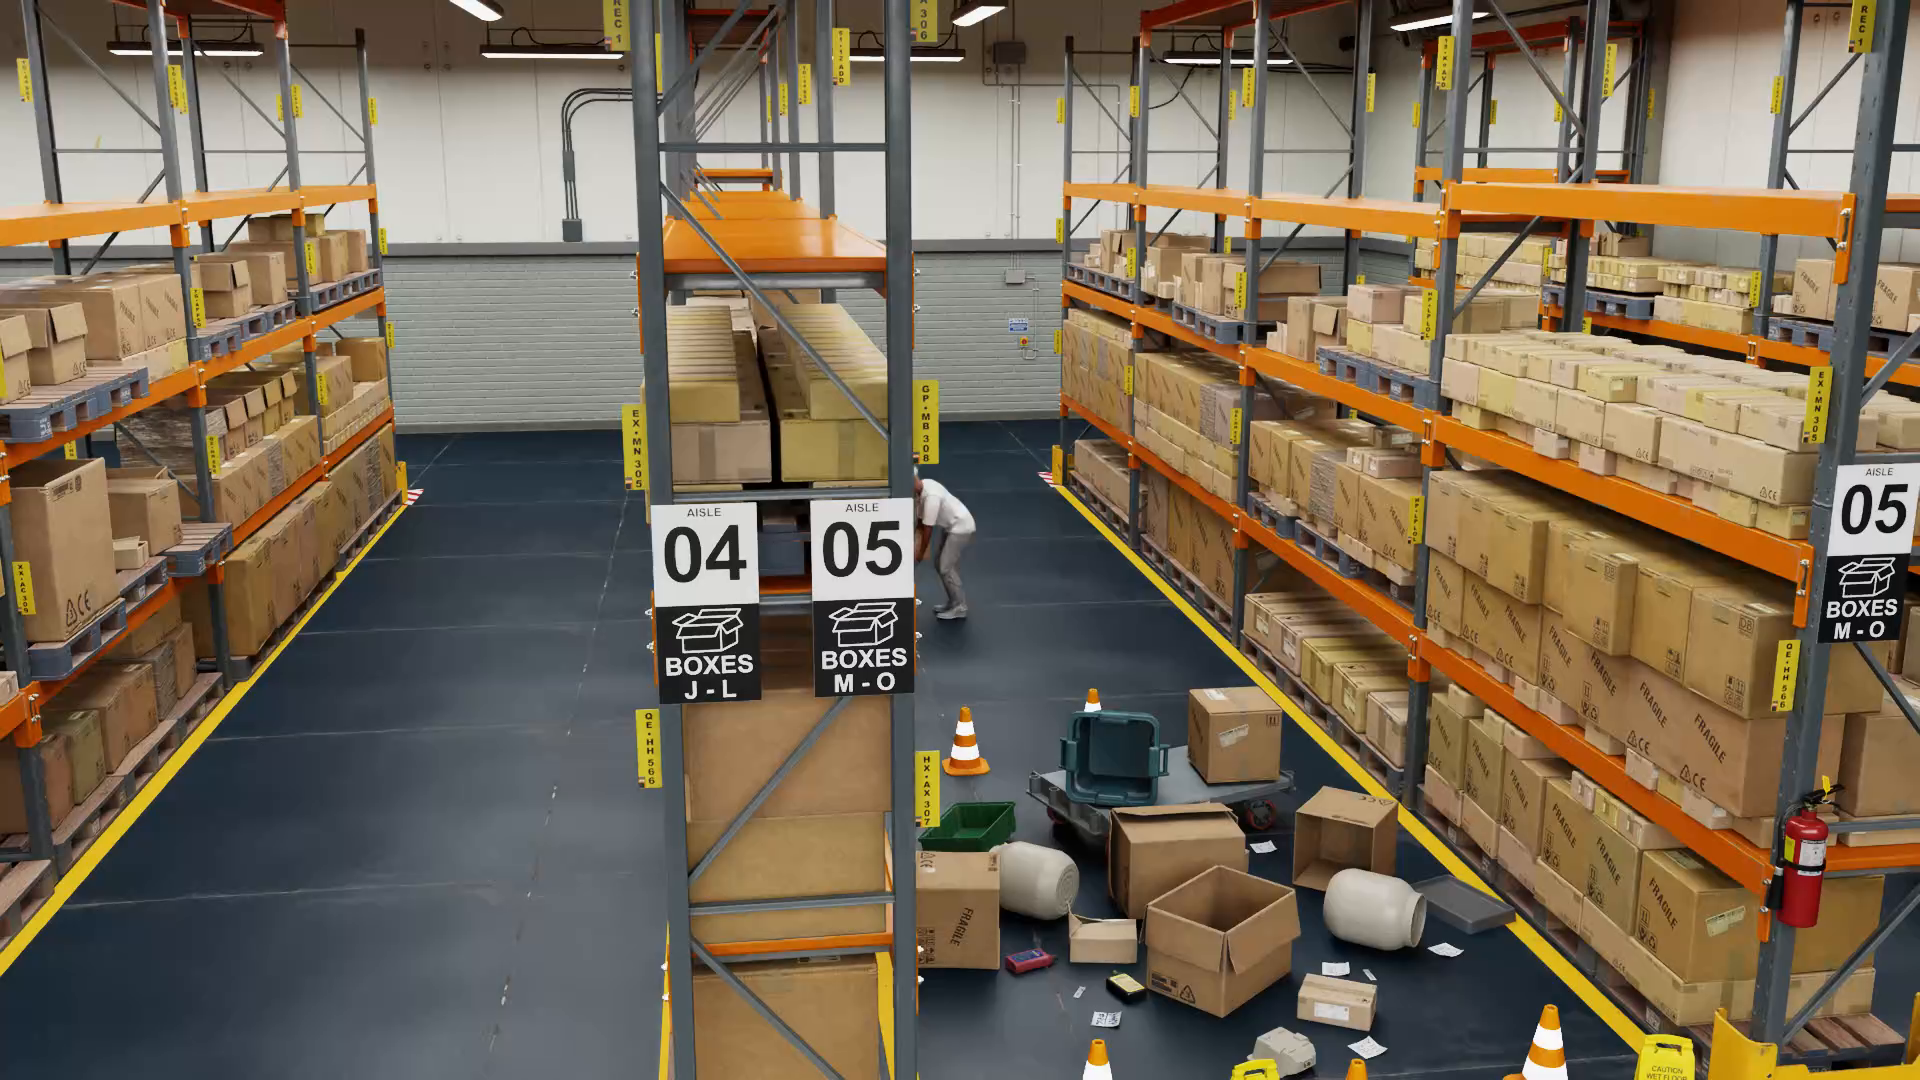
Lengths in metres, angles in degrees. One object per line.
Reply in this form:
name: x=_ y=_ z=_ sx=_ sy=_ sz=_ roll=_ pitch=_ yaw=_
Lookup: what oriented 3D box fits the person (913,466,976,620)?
person: x=-0.251 y=0.004 z=16.404 sx=0.802 sy=1.542 sz=0.488 roll=-2 pitch=13 yaw=-10
